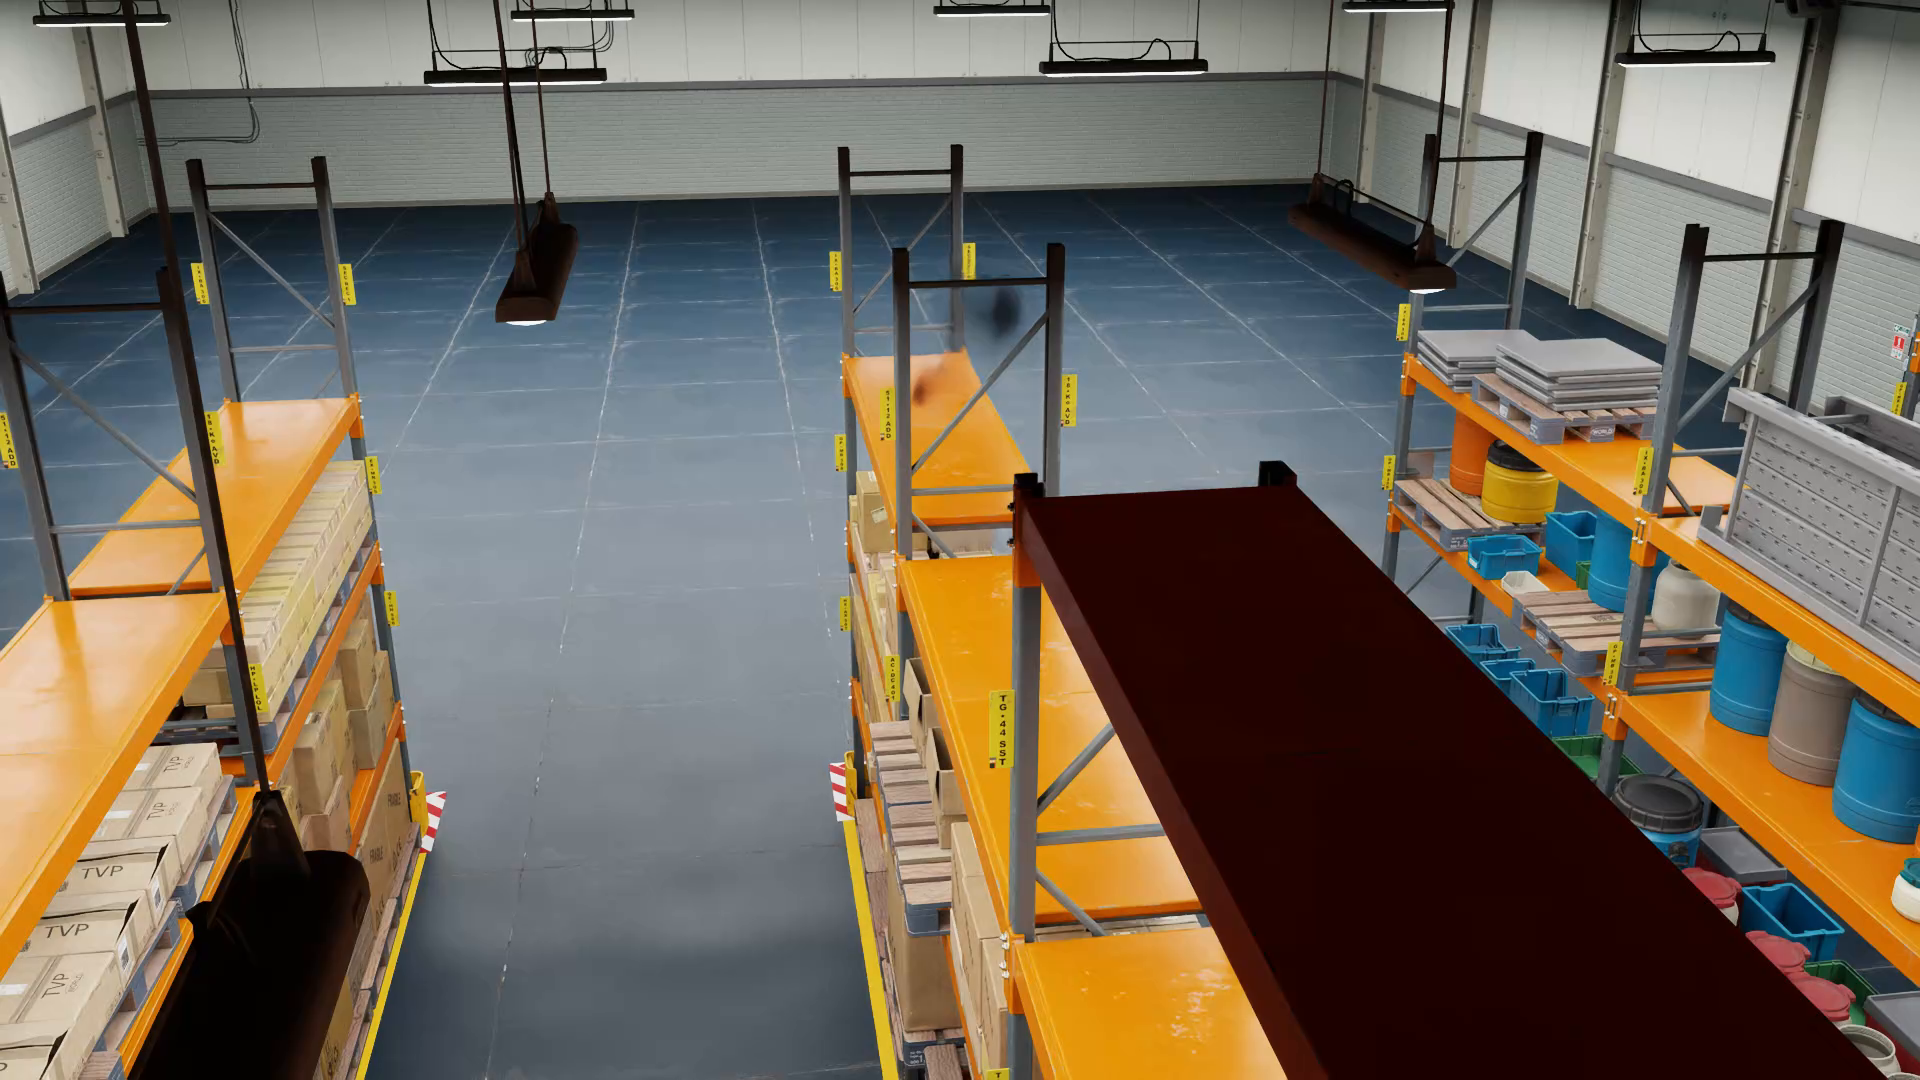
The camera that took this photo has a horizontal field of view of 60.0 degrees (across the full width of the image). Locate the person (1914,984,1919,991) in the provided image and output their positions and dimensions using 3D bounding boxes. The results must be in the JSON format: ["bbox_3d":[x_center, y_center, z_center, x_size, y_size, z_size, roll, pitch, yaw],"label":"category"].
[{"bbox_3d":[7.195,2.864,12.180,0.609,1.671,0.585,-4,22,-9],"label":"person"}]
